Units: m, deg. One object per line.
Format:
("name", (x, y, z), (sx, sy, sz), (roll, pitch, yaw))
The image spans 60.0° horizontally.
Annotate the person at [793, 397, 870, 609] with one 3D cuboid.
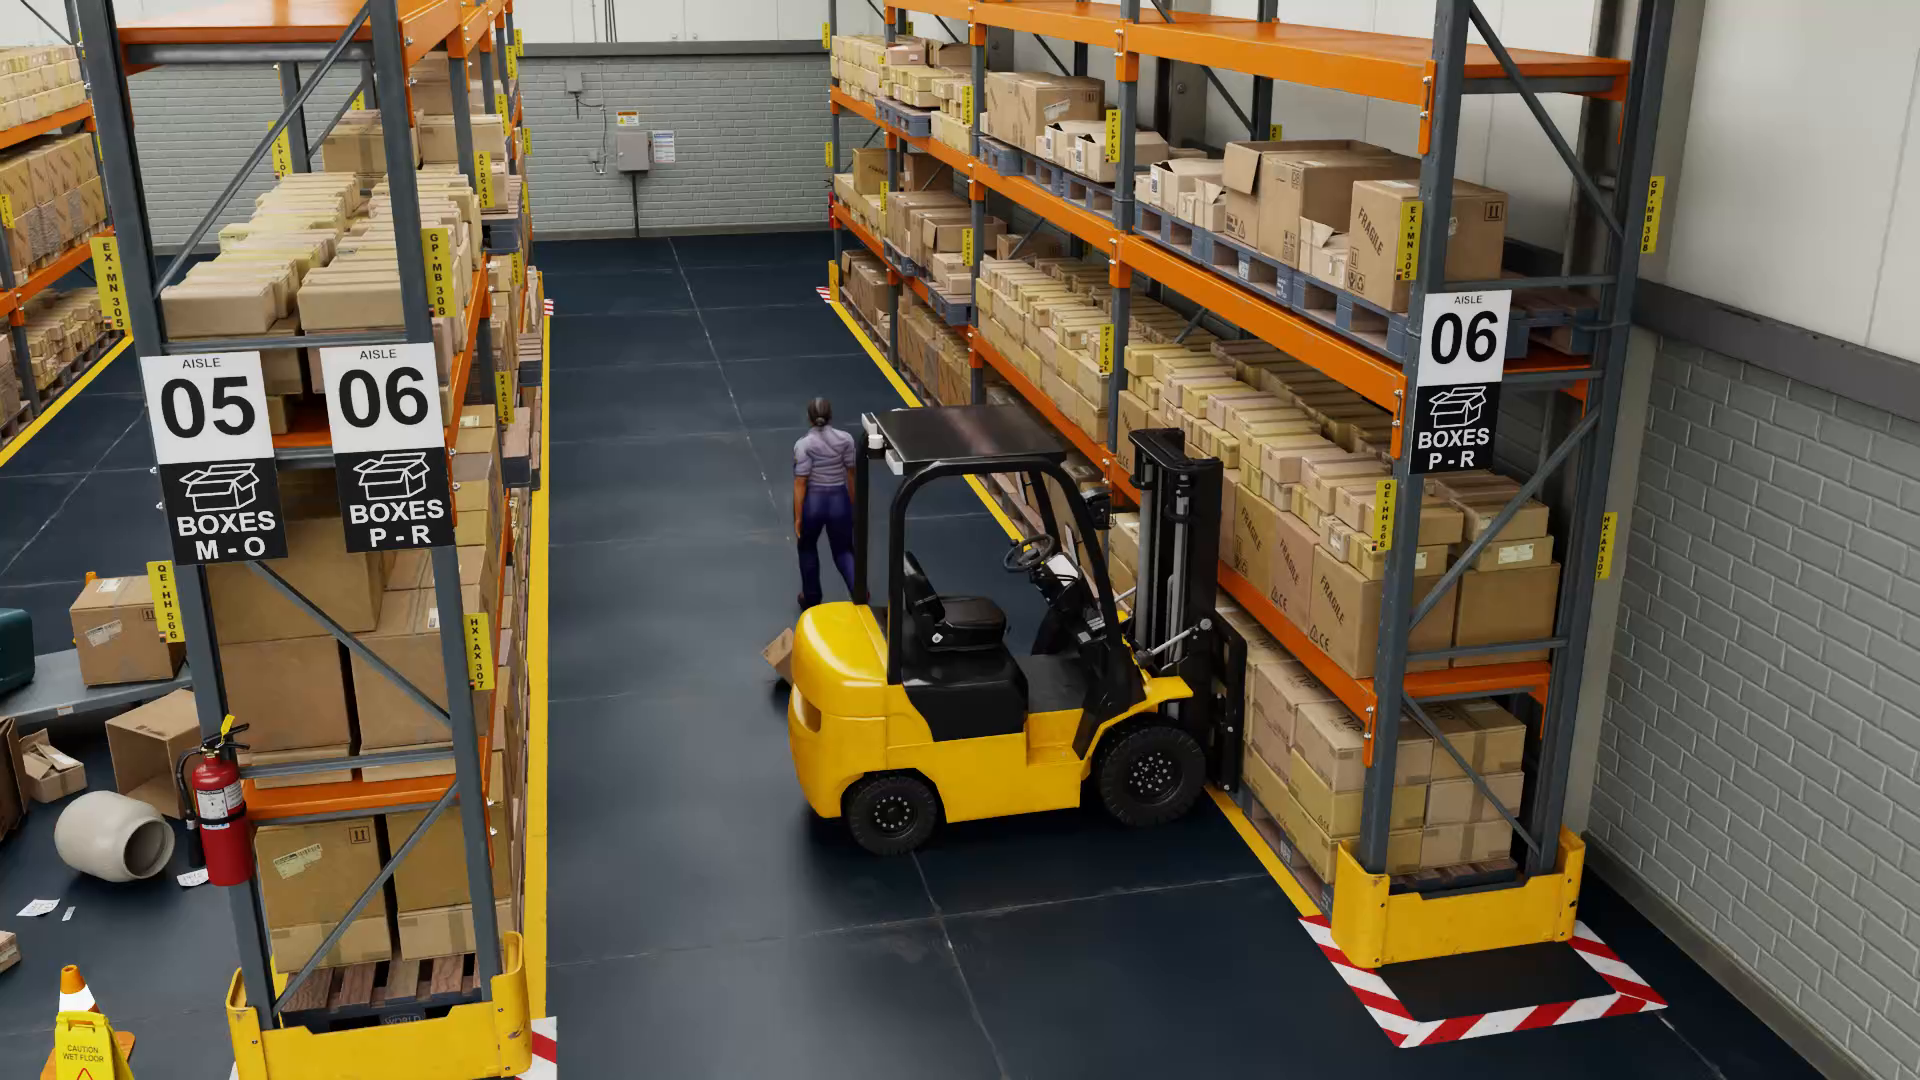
("person", (-0.924, -0.210, 11.671), (0.512, 1.603, 0.806), (-8, 21, -20))
